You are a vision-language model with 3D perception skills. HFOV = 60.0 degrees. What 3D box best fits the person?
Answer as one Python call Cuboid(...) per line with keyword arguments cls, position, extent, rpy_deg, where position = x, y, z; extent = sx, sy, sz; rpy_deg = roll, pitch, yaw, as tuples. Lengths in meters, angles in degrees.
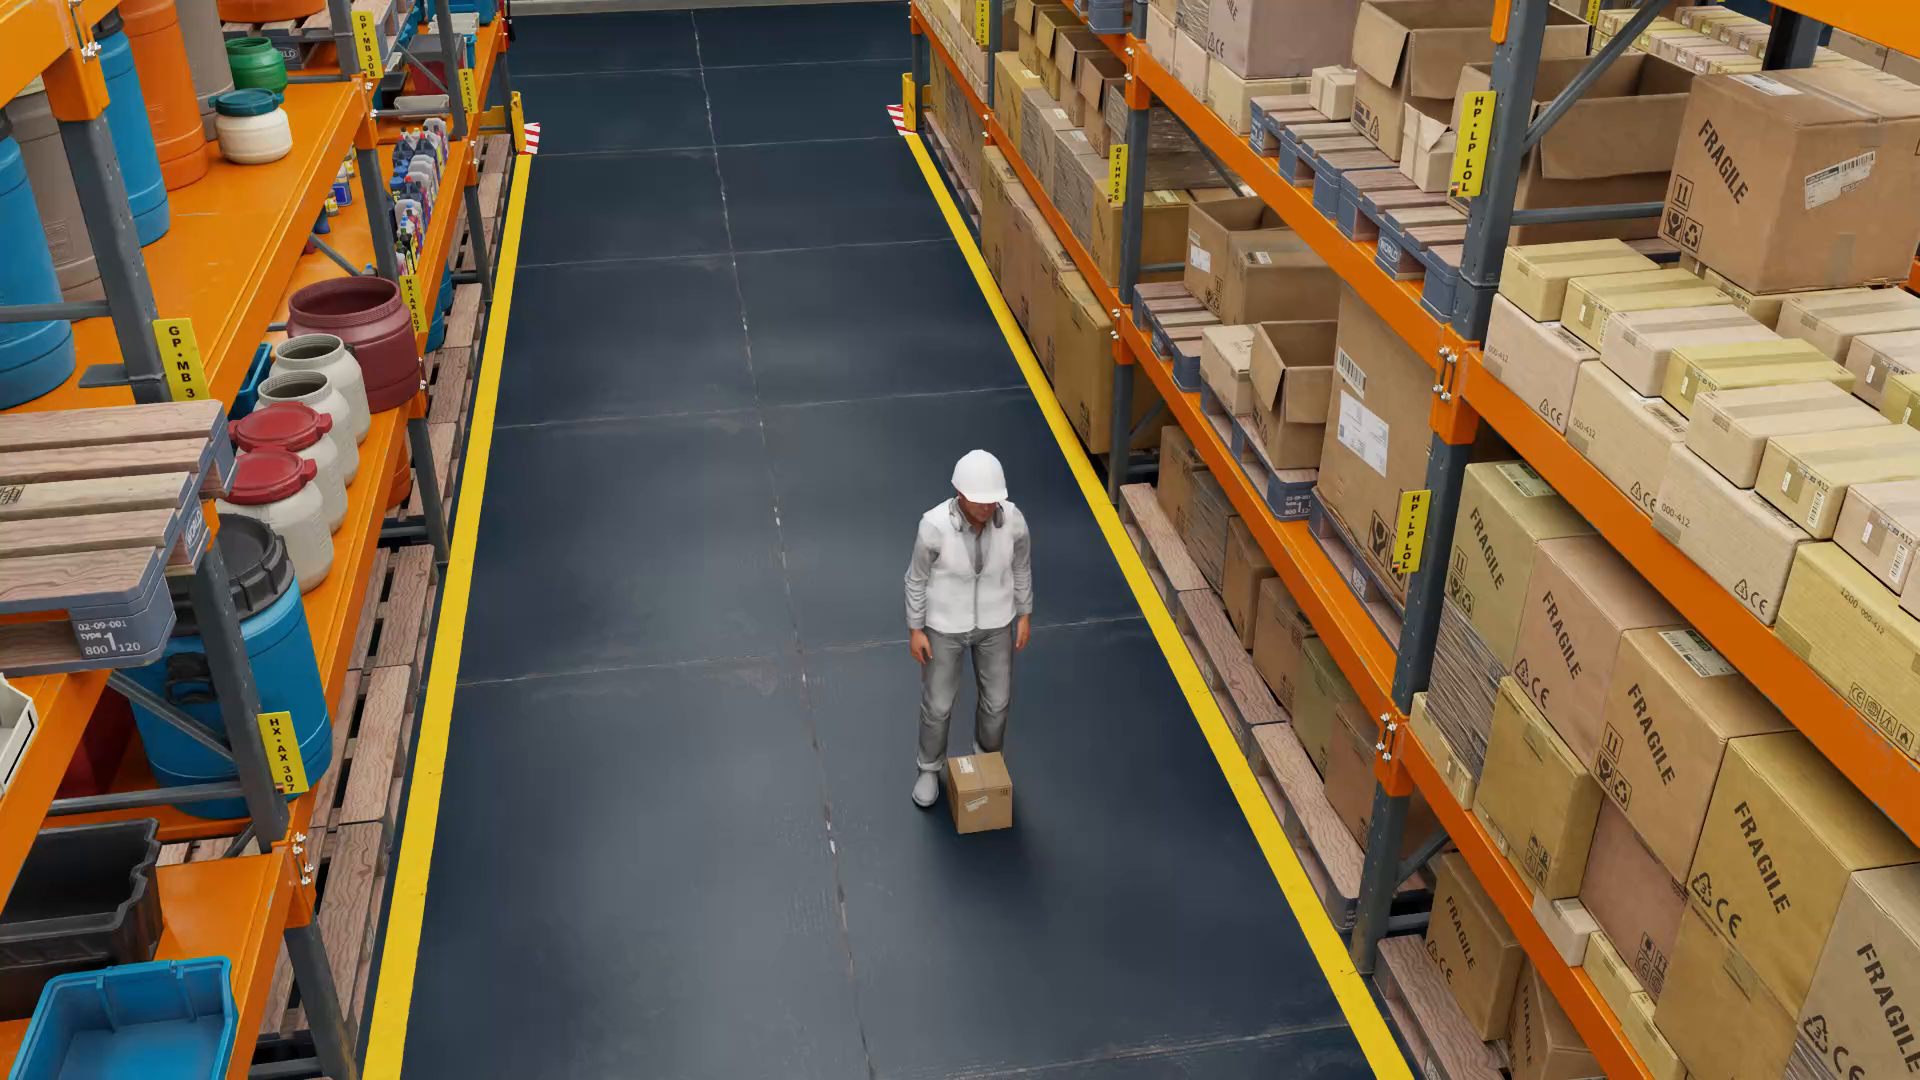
Cuboid(cls="person", position=(0.043, 0.374, 7.475), extent=(0.593, 1.771, 0.463), rpy_deg=(-7, 31, -12))
